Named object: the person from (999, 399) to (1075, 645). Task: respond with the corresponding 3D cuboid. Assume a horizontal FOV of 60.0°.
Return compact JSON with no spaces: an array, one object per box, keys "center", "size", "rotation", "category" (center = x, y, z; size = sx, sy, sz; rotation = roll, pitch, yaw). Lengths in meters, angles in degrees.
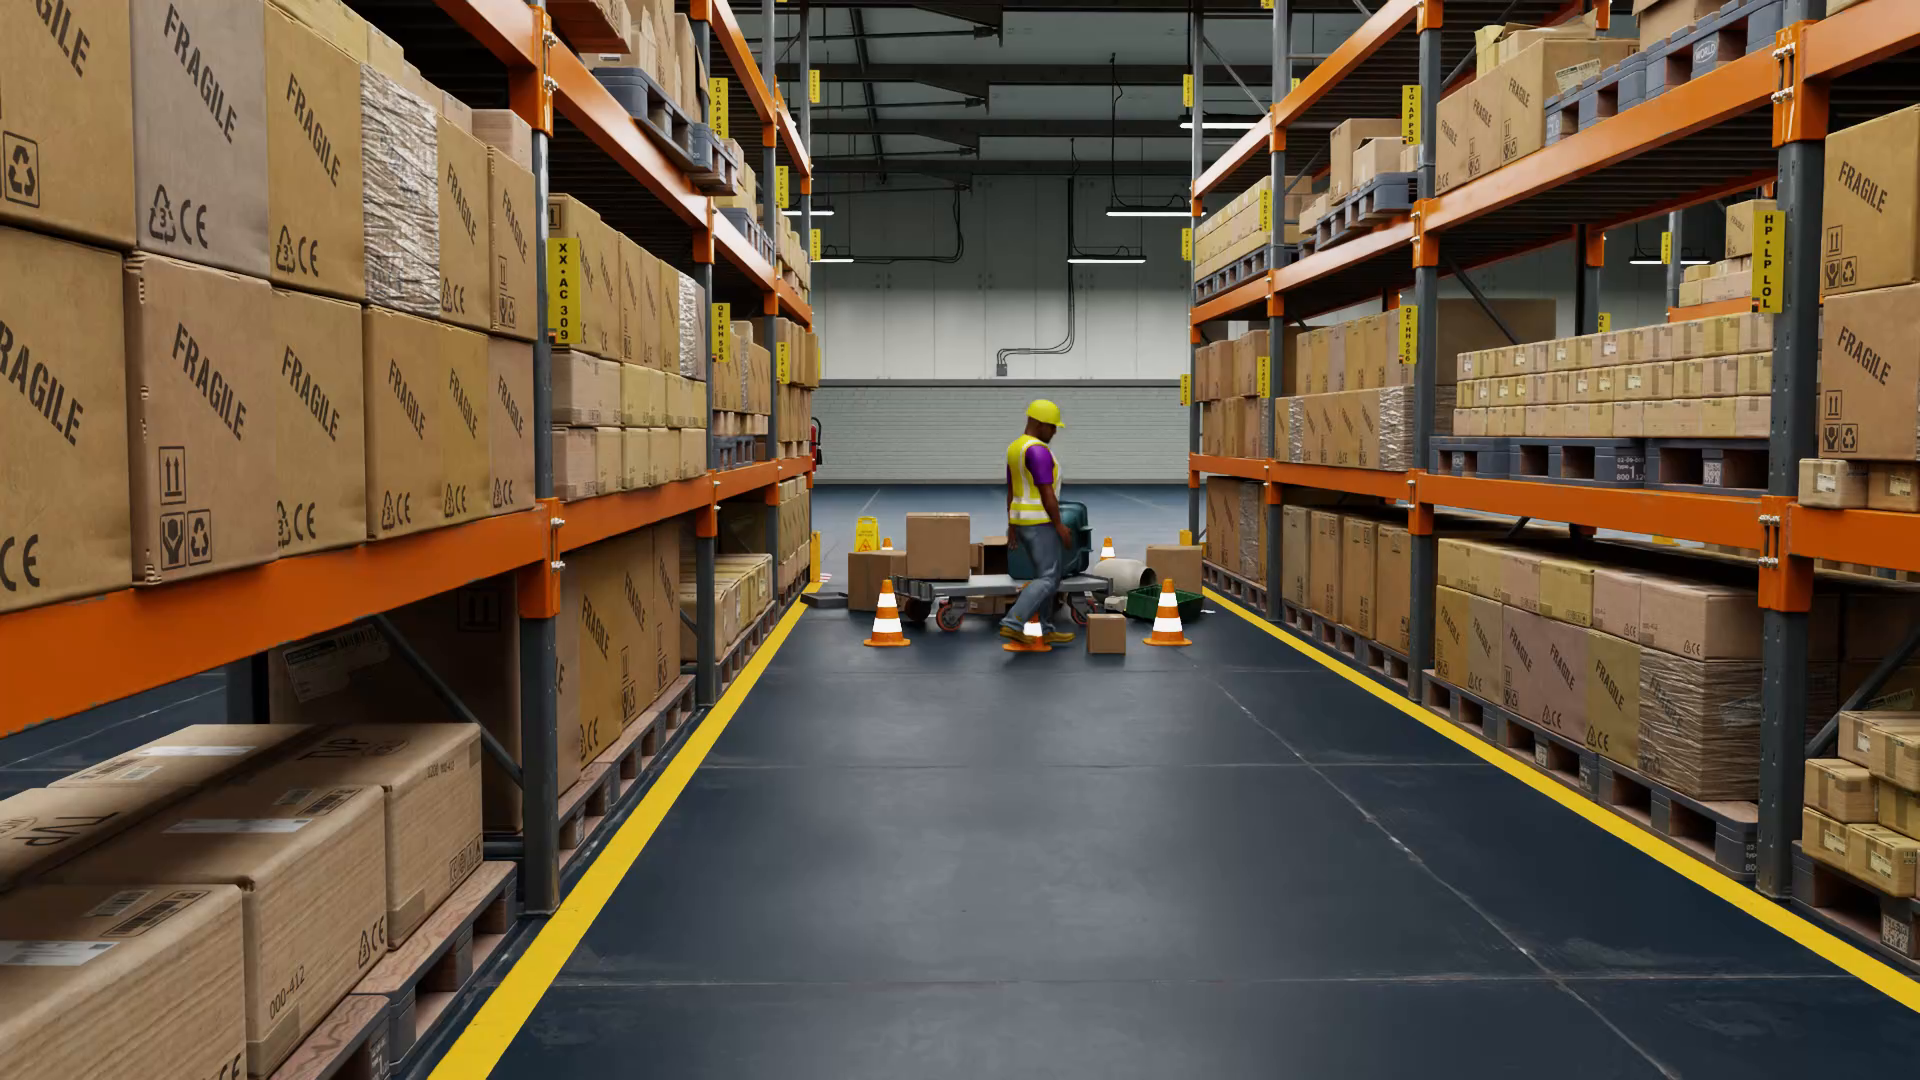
[{"center":[0.551,-0.107,11.610],"size":[0.703,1.746,0.583],"rotation":[-1,4,-17],"category":"person"}]
